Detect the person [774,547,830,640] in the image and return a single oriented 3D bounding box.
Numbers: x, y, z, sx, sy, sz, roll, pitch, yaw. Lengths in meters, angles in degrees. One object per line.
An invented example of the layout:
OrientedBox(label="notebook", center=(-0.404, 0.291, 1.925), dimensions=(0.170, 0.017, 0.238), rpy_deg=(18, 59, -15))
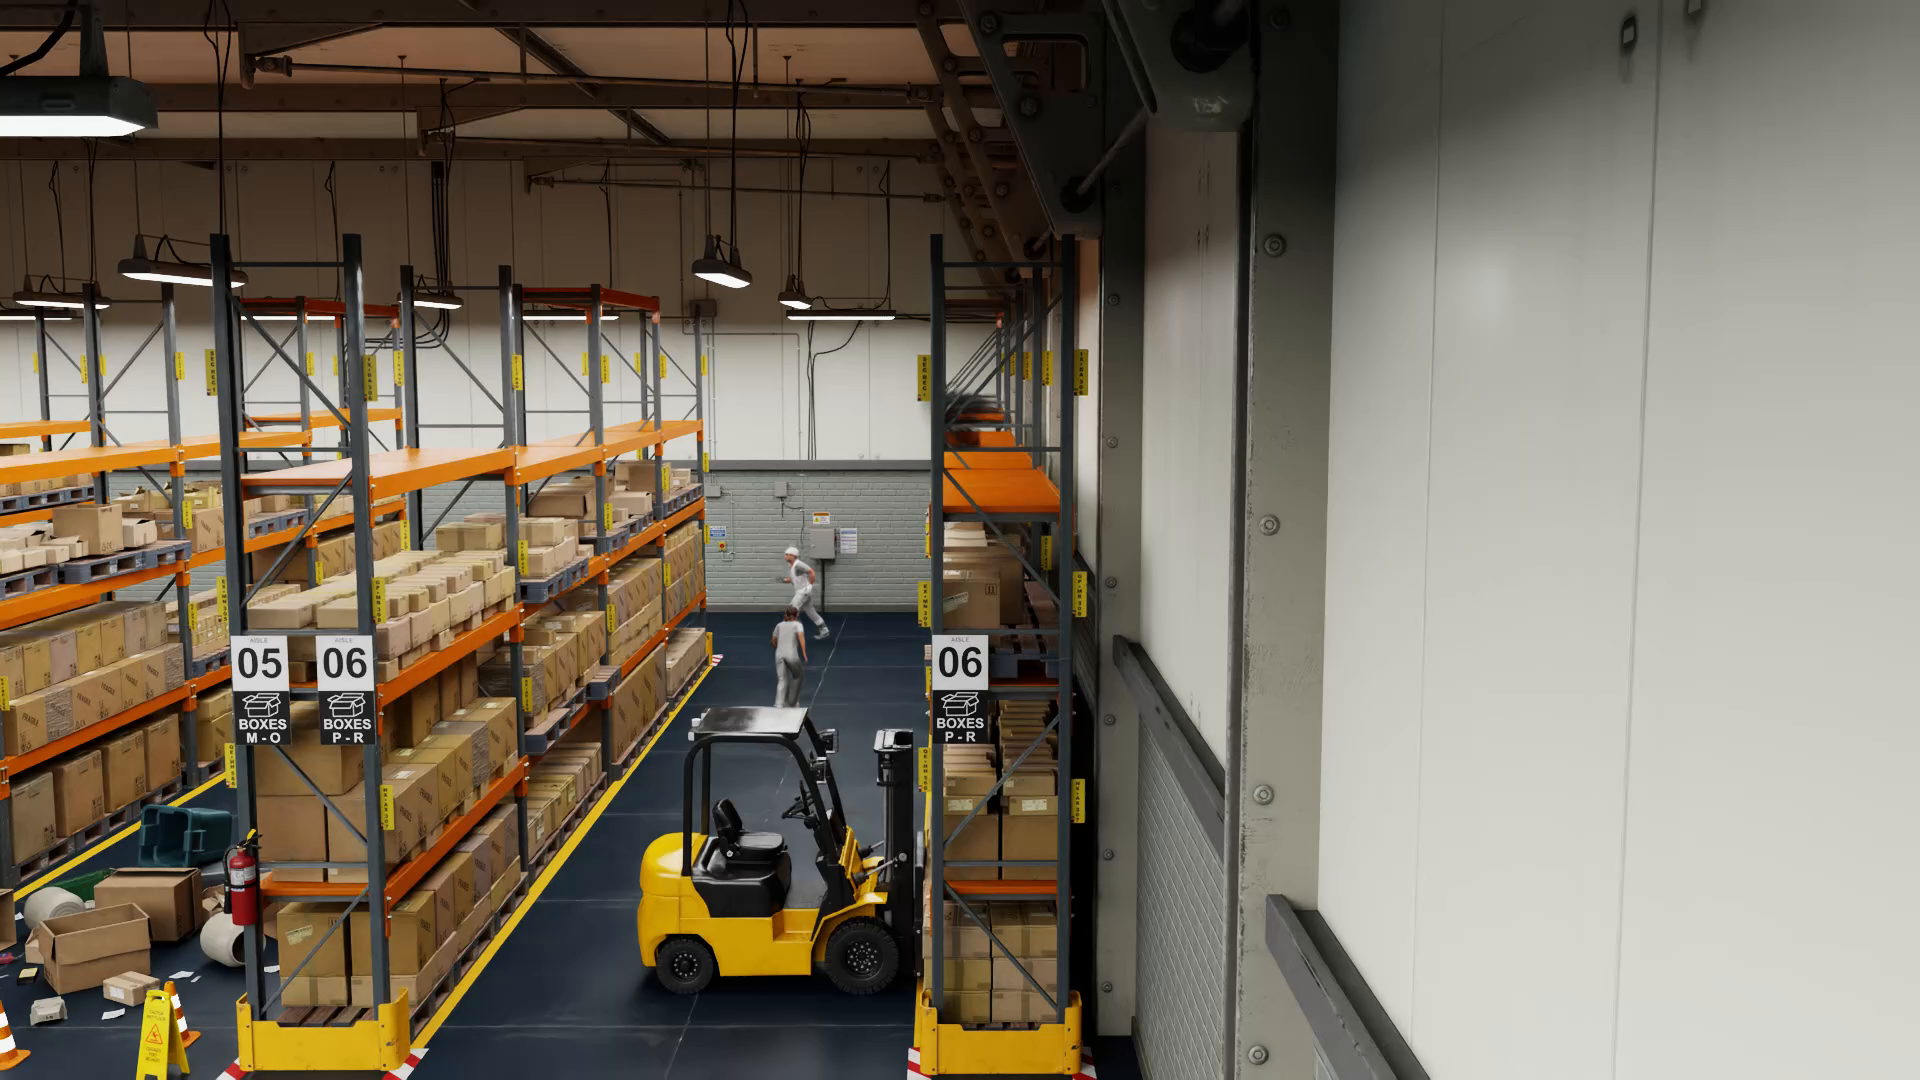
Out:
OrientedBox(label="person", center=(-2.834, 0.994, 29.916), dimensions=(0.998, 1.753, 0.687), rpy_deg=(-1, 6, -12))

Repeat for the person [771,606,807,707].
OrientedBox(label="person", center=(-2.510, 1.761, 23.950), dimensions=(0.578, 1.491, 1.048), rpy_deg=(1, 6, 13))
